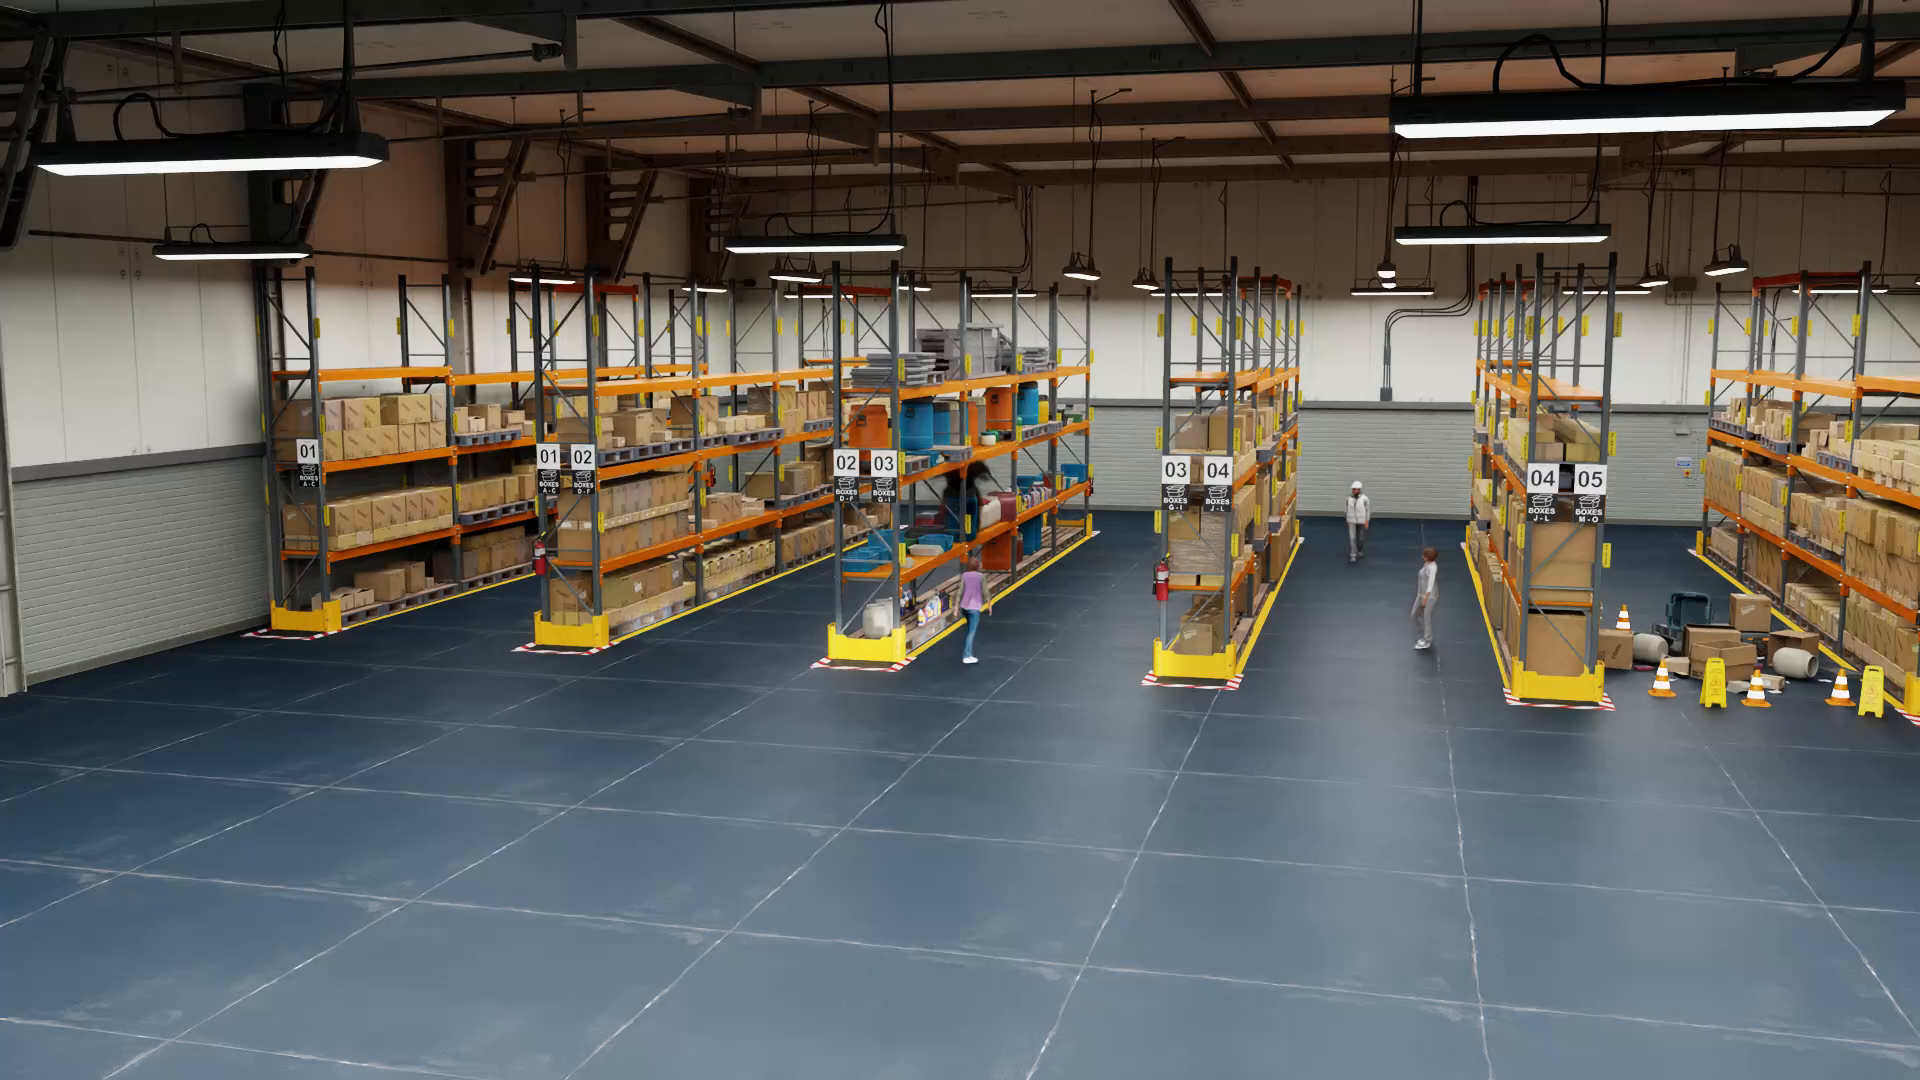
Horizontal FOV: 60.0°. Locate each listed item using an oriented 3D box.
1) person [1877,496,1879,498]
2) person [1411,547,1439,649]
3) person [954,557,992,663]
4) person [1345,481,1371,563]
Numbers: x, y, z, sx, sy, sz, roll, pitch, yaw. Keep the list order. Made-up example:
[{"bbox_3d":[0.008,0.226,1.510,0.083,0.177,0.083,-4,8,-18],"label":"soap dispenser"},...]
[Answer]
[{"bbox_3d":[17.876,-0.018,32.681,0.492,1.787,0.605,4,8,31],"label":"person"},{"bbox_3d":[7.327,0.918,26.123,0.368,1.616,0.425,-2,8,-16],"label":"person"},{"bbox_3d":[0.206,1.066,24.961,0.534,1.642,0.415,-7,10,-43],"label":"person"},{"bbox_3d":[8.598,-0.402,35.925,0.514,1.733,1.066,1,7,10],"label":"person"}]
